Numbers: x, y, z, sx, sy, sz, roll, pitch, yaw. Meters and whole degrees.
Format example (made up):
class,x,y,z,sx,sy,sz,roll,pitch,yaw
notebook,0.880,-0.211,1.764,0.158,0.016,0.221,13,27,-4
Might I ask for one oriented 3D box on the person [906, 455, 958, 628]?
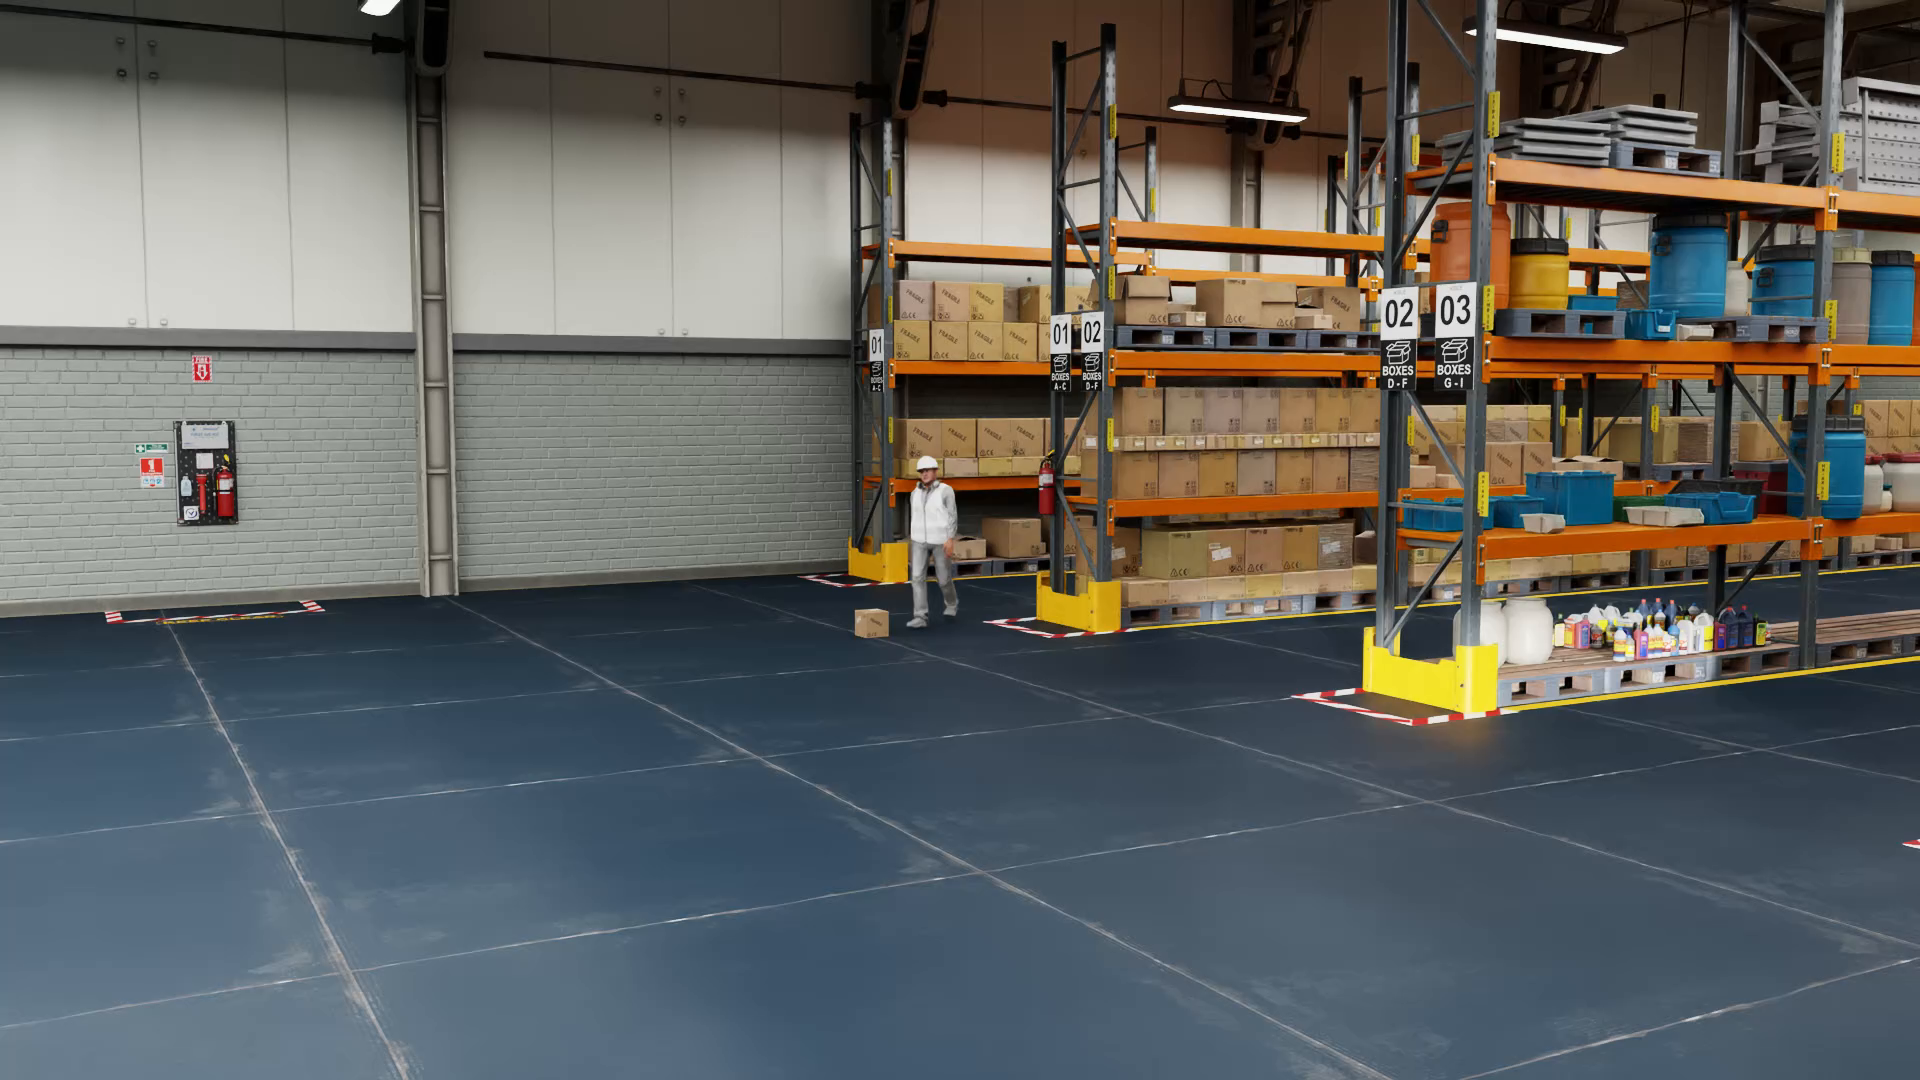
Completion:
class,x,y,z,sx,sy,sz,roll,pitch,yaw
person,-0.264,0.005,17.063,0.549,1.747,0.877,2,5,20
